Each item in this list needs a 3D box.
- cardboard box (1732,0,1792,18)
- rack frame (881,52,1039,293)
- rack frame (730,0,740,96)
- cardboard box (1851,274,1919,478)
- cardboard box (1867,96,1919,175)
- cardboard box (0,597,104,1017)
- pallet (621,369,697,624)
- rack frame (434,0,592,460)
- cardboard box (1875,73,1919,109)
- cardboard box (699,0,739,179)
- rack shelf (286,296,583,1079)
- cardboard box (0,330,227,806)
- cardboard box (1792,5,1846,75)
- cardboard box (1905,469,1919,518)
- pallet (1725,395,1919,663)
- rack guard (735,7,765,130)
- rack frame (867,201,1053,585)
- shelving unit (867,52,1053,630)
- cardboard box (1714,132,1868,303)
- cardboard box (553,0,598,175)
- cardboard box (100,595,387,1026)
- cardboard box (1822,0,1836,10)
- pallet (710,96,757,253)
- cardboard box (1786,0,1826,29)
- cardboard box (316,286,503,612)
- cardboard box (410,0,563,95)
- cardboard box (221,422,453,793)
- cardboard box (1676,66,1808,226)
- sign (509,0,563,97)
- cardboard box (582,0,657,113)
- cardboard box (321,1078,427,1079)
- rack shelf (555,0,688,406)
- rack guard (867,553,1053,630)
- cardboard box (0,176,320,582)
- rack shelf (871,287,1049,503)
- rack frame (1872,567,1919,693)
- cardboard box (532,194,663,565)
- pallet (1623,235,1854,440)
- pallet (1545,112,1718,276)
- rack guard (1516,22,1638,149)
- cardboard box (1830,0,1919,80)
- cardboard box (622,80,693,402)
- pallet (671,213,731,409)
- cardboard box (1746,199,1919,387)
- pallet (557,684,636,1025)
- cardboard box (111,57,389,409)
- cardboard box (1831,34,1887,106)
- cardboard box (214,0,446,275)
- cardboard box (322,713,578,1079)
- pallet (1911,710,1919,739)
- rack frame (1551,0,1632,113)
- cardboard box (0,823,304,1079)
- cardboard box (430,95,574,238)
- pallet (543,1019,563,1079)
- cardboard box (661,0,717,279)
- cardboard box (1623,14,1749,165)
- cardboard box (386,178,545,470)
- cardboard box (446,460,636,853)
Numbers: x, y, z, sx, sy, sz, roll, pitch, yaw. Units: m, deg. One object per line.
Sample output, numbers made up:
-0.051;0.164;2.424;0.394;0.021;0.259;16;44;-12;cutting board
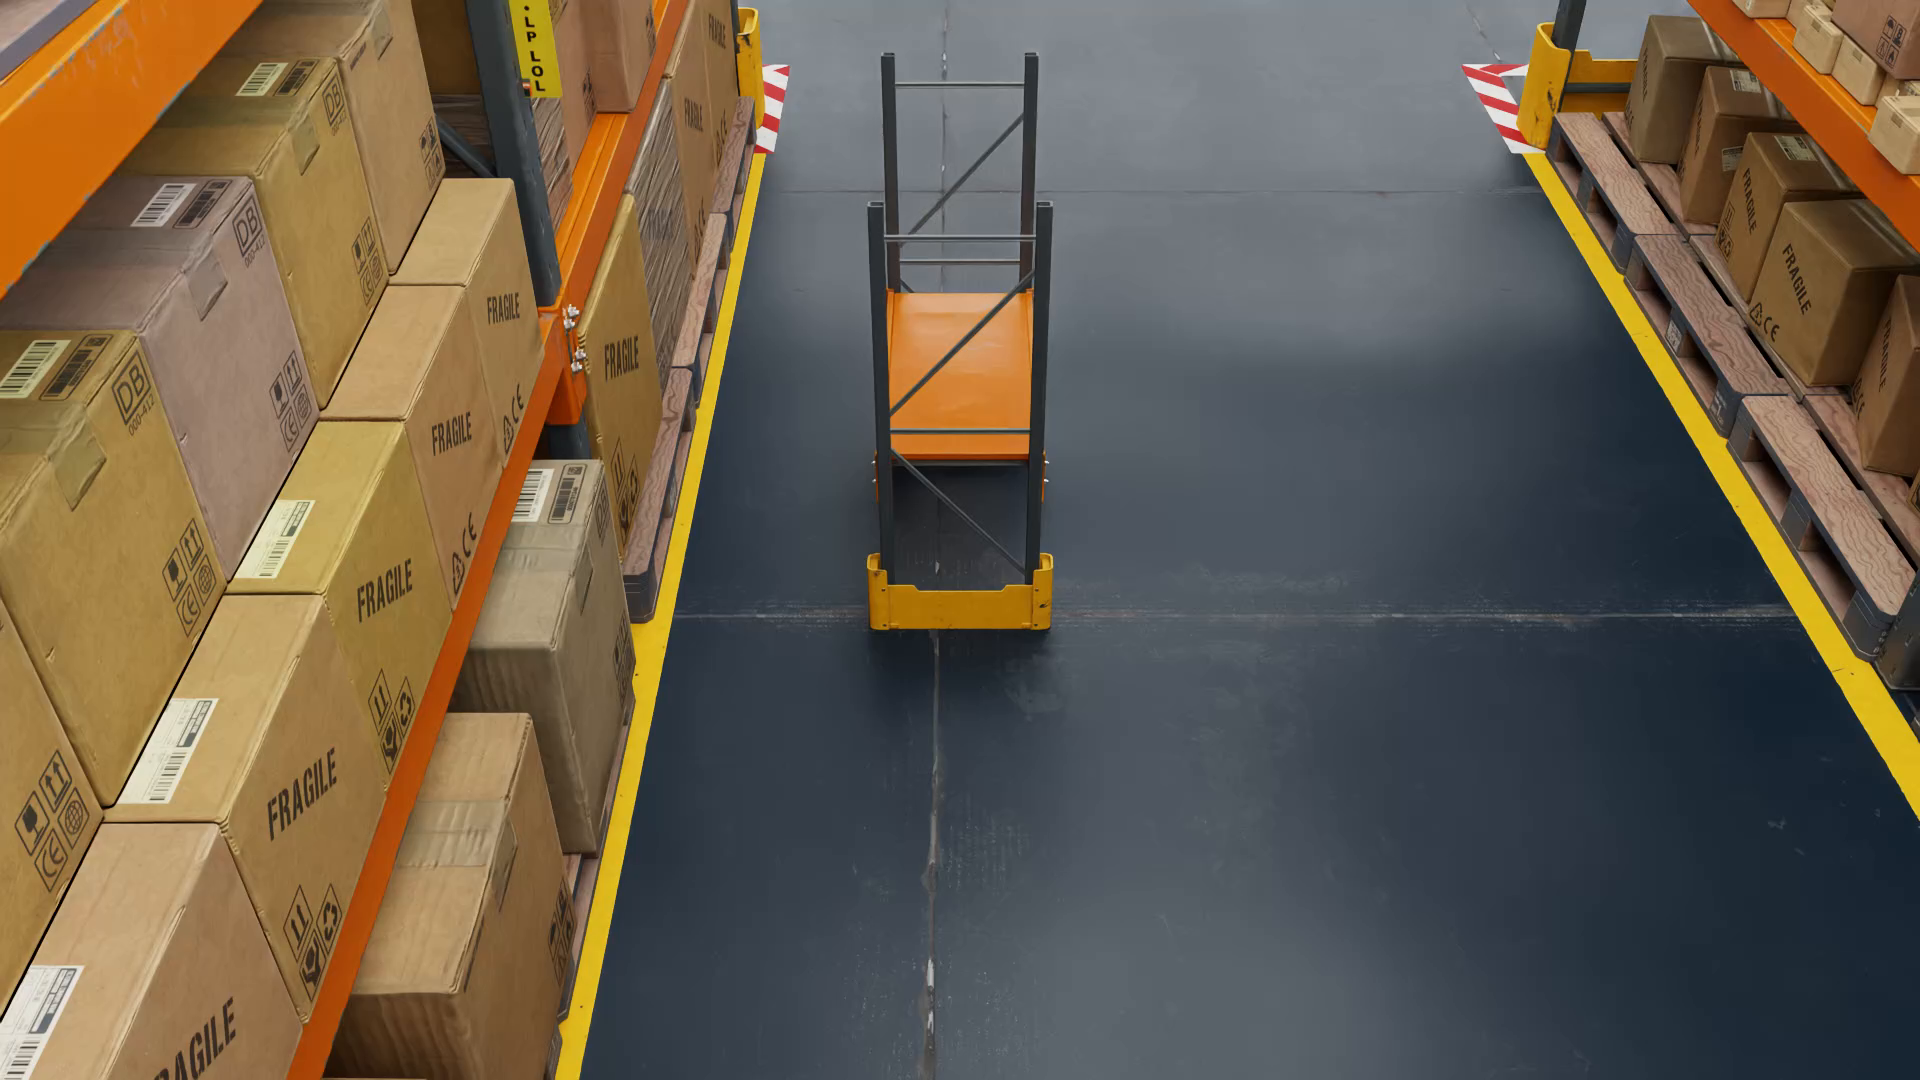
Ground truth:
3.046;-2.024;6.078;0.380;0.149;0.250;0;39;0;cardboard box
-0.001;-0.957;5.744;0.500;1.500;0.032;0;39;0;rack frame
-1.581;-3.298;7.467;1.000;3.000;0.127;0;39;0;rack frame
3.415;-0.534;5.681;0.500;0.500;0.500;12;40;14;cardboard box
3.047;-1.242;5.102;0.380;0.149;0.250;0;39;0;cardboard box
-1.567;0.358;2.025;0.700;0.500;0.500;-1;39;-1;cardboard box
-1.499;-0.184;5.811;1.003;0.211;1.213;0;39;0;pallet
-1.576;-0.797;4.345;1.000;3.000;0.127;0;39;0;rack frame
3.179;-1.399;5.298;0.380;0.149;0.250;0;39;0;cardboard box
-1.514;-2.209;7.471;0.875;0.875;0.875;0;39;0;cardboard box
-1.574;0.735;3.010;1.077;0.370;4.000;0;39;0;rack shelf
-1.568;0.038;2.424;0.700;0.500;0.500;0;39;0;cardboard box
3.103;-1.711;5.688;0.380;0.149;0.250;0;39;0;cardboard box
3.424;-0.176;5.234;0.500;0.500;0.500;-1;39;-1;cardboard box
3.348;-0.069;5.667;1.003;0.211;1.213;0;39;0;pallet
-1.581;-2.338;8.267;1.175;0.500;0.348;0;39;0;rack guard
0.000;-0.321;4.951;0.500;1.500;0.032;0;39;0;rack frame
0.000;-0.633;5.340;0.587;1.500;1.083;0;39;0;shelving unit
3.380;-1.271;6.601;0.500;0.500;0.500;3;39;4;cardboard box
-1.612;-1.430;5.016;0.875;0.550;0.550;0;39;0;cardboard box
-1.304;0.440;2.722;0.500;0.500;0.500;0;39;-1;cardboard box
3.419;-2.112;5.668;0.875;0.500;0.500;0;39;0;cardboard box
-1.502;-1.710;7.715;1.003;0.211;1.213;0;39;0;pallet
3.179;-1.868;5.883;0.380;0.149;0.250;0;39;0;cardboard box
-1.308;-0.194;3.513;0.500;0.500;0.500;0;39;-1;cardboard box
-1.542;-1.507;4.249;0.875;0.550;0.550;0;39;0;cardboard box
-1.307;0.122;3.119;0.500;0.500;0.500;0;39;0;cardboard box
3.398;-1.663;7.089;0.500;0.500;0.500;10;40;12;cardboard box
-1.033;-1.224;4.016;0.100;0.325;0.005;0;39;0;sign
-1.495;-1.768;5.437;0.875;0.550;0.550;0;39;0;cardboard box
-1.487;1.491;2.954;1.050;0.750;0.750;1;39;1;cardboard box
-1.578;-1.767;6.131;1.077;0.370;4.000;0;39;0;rack shelf
0.000;0.166;5.343;0.587;0.250;0.087;0;39;0;rack guard
-1.567;-0.278;2.818;0.700;0.500;0.500;0;39;0;cardboard box
0.000;-0.498;5.460;0.538;0.185;1.000;0;39;0;rack shelf
3.384;-0.737;4.271;1.000;3.000;0.127;0;39;0;rack frame
-1.507;-0.525;5.369;0.875;0.875;0.875;1;39;1;cardboard box
3.344;-0.834;6.622;1.003;0.211;1.213;0;39;0;pallet
3.345;-1.595;7.571;1.003;0.211;1.213;0;39;0;pallet
3.379;-2.215;8.115;1.175;0.500;0.348;0;39;0;rack guard
3.379;-1.799;5.278;0.875;0.500;0.500;0;39;0;cardboard box
-1.512;-1.088;6.073;0.875;0.875;0.875;0;39;0;cardboard box
-1.503;-0.949;6.765;1.003;0.211;1.213;0;39;0;pallet
3.336;-0.922;6.165;0.500;0.500;0.500;-3;39;-4;cardboard box
-1.500;0.774;4.615;1.003;0.211;1.213;0;39;0;pallet
-1.567;-0.594;3.213;0.700;0.500;0.500;-1;39;-1;cardboard box
3.138;-1.555;5.493;0.380;0.149;0.250;0;39;0;cardboard box
-1.570;-0.915;3.614;0.700;0.500;0.500;-1;39;-1;cardboard box
-1.488;0.909;3.681;1.050;0.750;0.750;0;39;0;cardboard box
3.386;0.838;4.536;1.003;0.211;1.213;0;39;0;pallet
3.379;-3.238;7.392;1.000;3.000;0.127;0;39;0;rack frame
-1.306;0.751;2.334;0.500;0.500;0.500;0;39;0;cardboard box
-1.588;-1.086;4.586;0.875;0.550;0.550;0;39;0;cardboard box
-1.496;1.539;3.661;1.003;0.211;1.213;0;39;0;pallet
-1.511;-1.659;6.784;0.875;0.875;0.875;-1;39;-1;cardboard box
3.363;-2.036;7.555;0.500;0.500;0.500;7;39;8;cardboard box
-1.308;-0.510;3.907;0.500;0.500;0.500;0;39;0;cardboard box
-1.485;0.305;4.433;1.050;0.750;0.750;0;39;0;cardboard box
